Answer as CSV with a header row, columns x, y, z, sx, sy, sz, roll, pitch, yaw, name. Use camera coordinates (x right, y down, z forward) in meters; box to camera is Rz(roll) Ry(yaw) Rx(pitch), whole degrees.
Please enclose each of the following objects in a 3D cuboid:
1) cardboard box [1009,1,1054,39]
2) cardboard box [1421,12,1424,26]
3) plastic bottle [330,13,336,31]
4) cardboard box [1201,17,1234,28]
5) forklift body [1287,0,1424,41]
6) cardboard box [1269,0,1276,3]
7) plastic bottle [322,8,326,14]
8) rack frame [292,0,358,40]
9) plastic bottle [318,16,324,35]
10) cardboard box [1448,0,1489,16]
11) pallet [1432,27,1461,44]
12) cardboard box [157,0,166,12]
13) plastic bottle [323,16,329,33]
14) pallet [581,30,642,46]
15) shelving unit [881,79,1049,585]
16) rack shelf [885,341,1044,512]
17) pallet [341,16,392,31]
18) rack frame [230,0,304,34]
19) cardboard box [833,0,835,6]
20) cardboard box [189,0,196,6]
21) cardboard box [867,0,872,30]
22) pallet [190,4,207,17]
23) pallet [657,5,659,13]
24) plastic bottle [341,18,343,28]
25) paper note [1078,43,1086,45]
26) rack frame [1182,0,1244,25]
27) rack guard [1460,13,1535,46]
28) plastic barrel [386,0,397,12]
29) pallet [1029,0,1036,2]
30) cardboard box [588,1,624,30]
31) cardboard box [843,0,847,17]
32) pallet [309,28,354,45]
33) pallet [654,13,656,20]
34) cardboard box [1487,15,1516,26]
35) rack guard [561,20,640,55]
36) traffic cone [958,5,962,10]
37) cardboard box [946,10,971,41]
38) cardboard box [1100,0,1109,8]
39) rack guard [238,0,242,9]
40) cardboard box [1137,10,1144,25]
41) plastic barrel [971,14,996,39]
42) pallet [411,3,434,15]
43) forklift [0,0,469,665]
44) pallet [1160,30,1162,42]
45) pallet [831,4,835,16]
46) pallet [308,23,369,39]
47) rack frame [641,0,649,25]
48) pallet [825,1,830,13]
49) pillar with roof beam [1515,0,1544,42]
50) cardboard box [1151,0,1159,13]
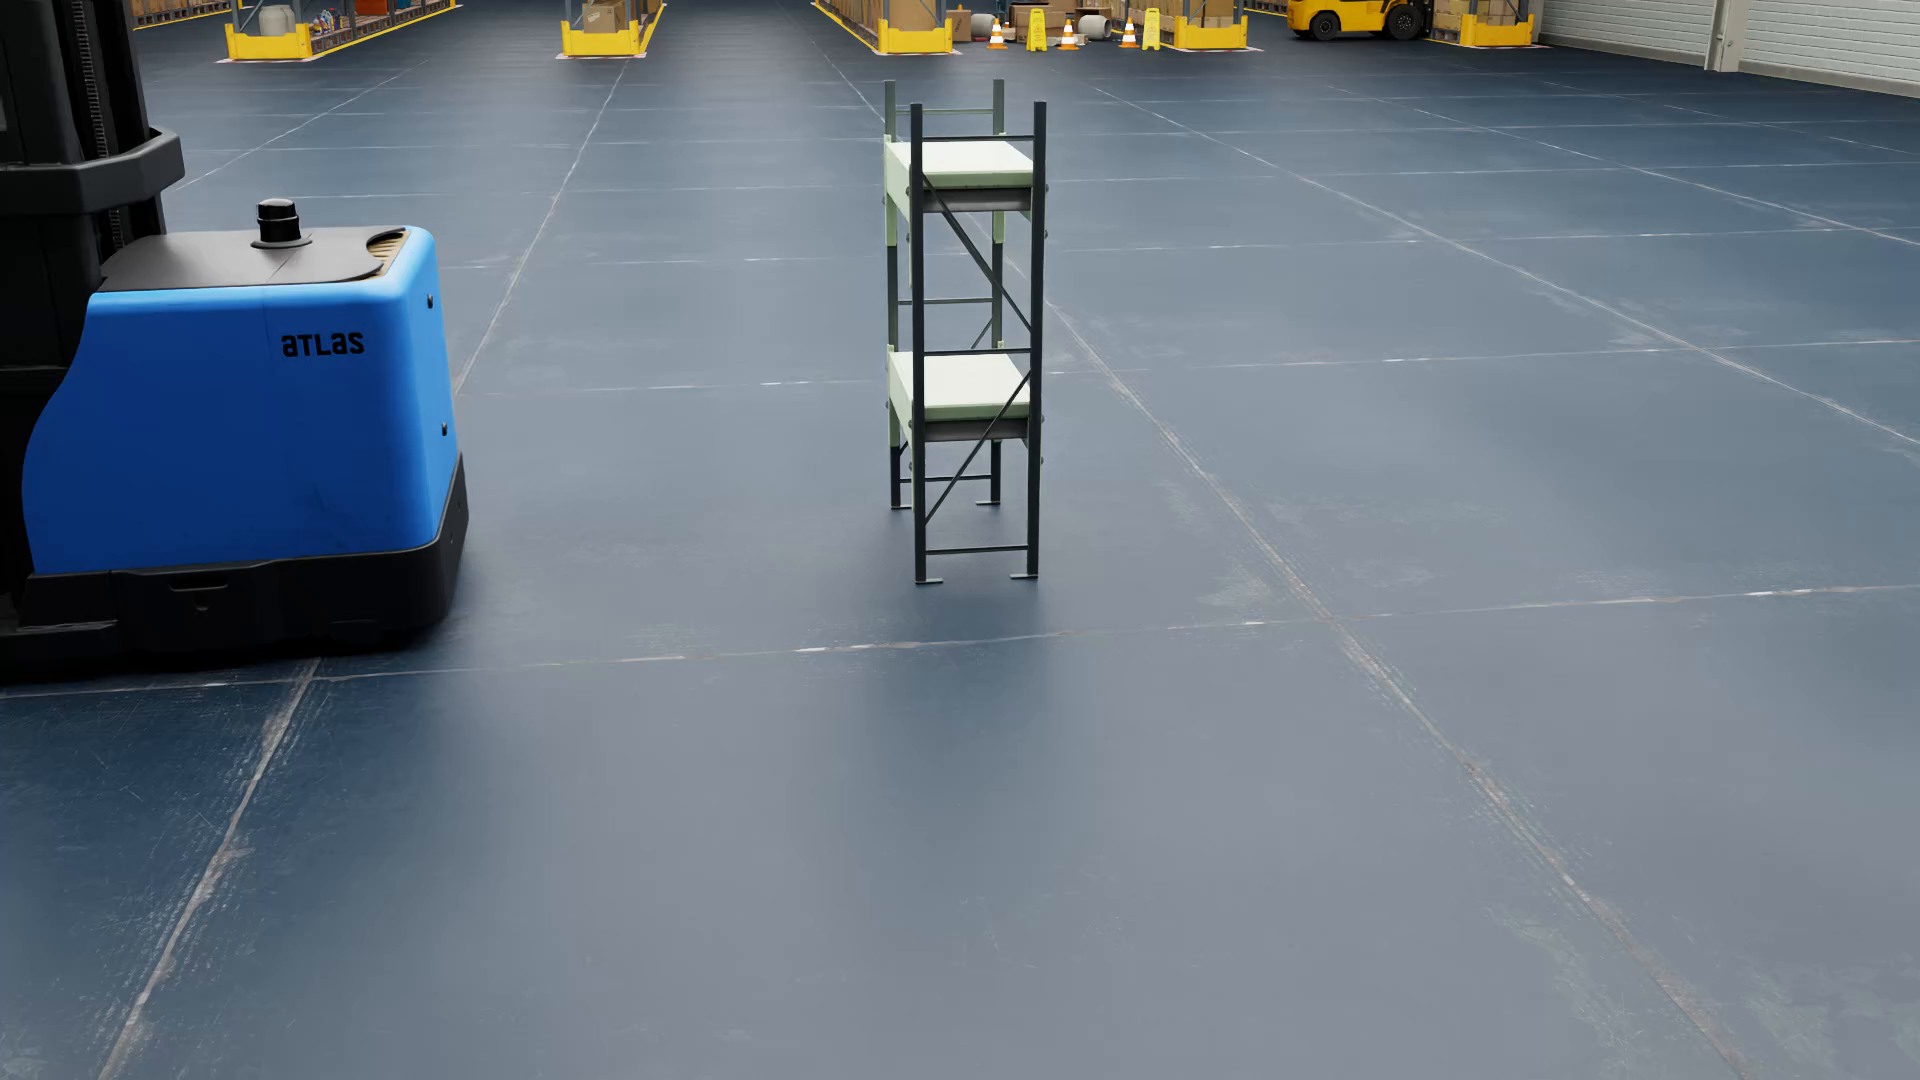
x,y,z,sx,sy,sz,roll,pitch,yaw,name
1.261,-9.256,29.586,0.797,0.637,0.503,-3,21,-8,cardboard box
8.470,-9.390,29.901,0.500,0.250,0.500,-2,21,-6,cardboard box
-10.652,-8.798,28.239,0.061,0.283,0.133,-2,21,-4,plastic bottle
4.319,-8.760,28.214,0.500,0.250,0.500,-3,21,-8,cardboard box
6.995,-9.977,29.355,2.313,2.155,1.214,-3,21,-8,forklift body
7.345,-12.455,37.748,0.500,0.500,0.500,-4,21,-9,cardboard box
-10.887,-8.943,28.531,0.144,0.351,0.185,-3,21,-8,plastic bottle
-11.122,-10.194,28.722,1.000,3.000,0.127,-3,21,-8,rack frame
-10.513,-8.465,27.347,0.061,0.283,0.133,-3,21,-7,plastic bottle
8.694,-9.106,28.424,0.500,0.250,0.500,-3,21,-8,cardboard box
8.922,-8.766,28.886,1.003,0.211,1.213,-3,21,-8,pallet
-16.613,-11.073,34.019,0.500,0.500,0.500,-4,21,-10,cardboard box
-10.592,-8.604,27.735,0.097,0.271,0.097,0,20,0,plastic bottle
-5.910,-8.483,28.127,1.003,0.211,1.213,-3,21,-8,pallet
0.001,-0.700,5.448,0.431,1.500,0.755,-3,21,-8,shelving unit
0.001,-0.395,5.562,0.431,0.370,0.720,-3,21,-8,rack shelf
-11.626,-10.002,32.194,1.003,0.211,1.213,-3,21,-8,pallet
-10.546,-8.809,25.014,1.000,3.000,0.127,-3,21,-8,rack frame
-2.529,-12.002,36.536,0.500,0.500,0.500,-2,21,-5,cardboard box
-17.024,-11.818,36.284,0.500,0.311,0.500,-3,21,-8,cardboard box
-1.143,-9.327,28.837,0.875,0.875,0.875,-3,21,-7,cardboard box
-17.276,-11.646,36.597,1.003,0.211,1.213,-3,21,-8,pallet
-7.406,-12.174,38.010,1.003,0.211,1.213,-3,21,-8,pallet
-10.762,-8.979,28.840,0.097,0.201,0.097,0,20,0,plastic bottle
2.056,-8.394,28.148,0.148,0.019,0.142,-11,23,-26,paper note
4.162,-9.558,27.021,1.000,3.000,0.127,-3,21,-8,rack frame
9.077,-8.631,28.110,1.175,0.500,0.348,-3,21,-8,rack guard
-11.949,-11.205,34.276,0.600,0.588,0.708,-3,21,-8,plastic barrel
2.221,-13.097,40.482,1.003,0.211,1.213,-3,21,-8,pallet
-5.909,-8.724,27.760,0.500,0.500,0.500,-1,21,-3,cardboard box
-1.747,-10.669,32.608,1.050,0.750,0.750,-3,21,-7,cardboard box
-11.067,-8.653,28.581,1.003,0.211,1.213,-3,21,-8,pallet
-7.009,-11.220,35.456,1.003,0.211,1.213,-3,21,-8,pallet
9.196,-8.899,28.584,0.500,0.250,0.500,-3,21,-8,cardboard box
-5.655,-7.914,26.190,1.175,0.500,0.348,-3,21,-8,rack guard
0.003,-10.011,31.858,0.336,0.463,0.334,-3,21,-8,traffic cone
-0.059,-9.003,29.103,0.500,0.500,0.500,1,20,2,cardboard box
3.298,-10.580,32.911,0.950,0.372,0.625,-2,21,-6,cardboard box
-17.743,-12.903,39.547,1.175,0.500,0.348,-3,21,-8,rack guard
3.491,-9.450,30.060,0.500,0.250,0.500,-2,21,-5,cardboard box
0.383,-9.136,29.573,0.512,0.421,0.421,12,24,30,plastic barrel
-12.420,-11.910,37.302,1.003,0.211,1.213,-3,21,-8,pallet
-3.086,-1.129,4.549,3.031,2.935,1.130,-4,21,-11,forklift
3.896,-8.983,29.466,1.003,0.211,1.213,-3,21,-8,pallet
-2.338,-11.853,37.149,1.003,0.211,1.213,-3,21,-8,pallet
-11.274,-9.157,29.932,1.003,0.211,1.213,-3,21,-8,pallet
-6.798,-11.828,33.099,1.000,3.000,0.127,-3,21,-8,rack frame
-2.583,-12.353,38.489,1.003,0.211,1.213,-3,21,-8,pallet
5.605,-12.690,26.831,9.100,9.000,0.400,-3,21,-8,pillar with roof beam
3.644,-9.438,28.957,0.500,0.500,0.500,-3,21,-9,cardboard box
